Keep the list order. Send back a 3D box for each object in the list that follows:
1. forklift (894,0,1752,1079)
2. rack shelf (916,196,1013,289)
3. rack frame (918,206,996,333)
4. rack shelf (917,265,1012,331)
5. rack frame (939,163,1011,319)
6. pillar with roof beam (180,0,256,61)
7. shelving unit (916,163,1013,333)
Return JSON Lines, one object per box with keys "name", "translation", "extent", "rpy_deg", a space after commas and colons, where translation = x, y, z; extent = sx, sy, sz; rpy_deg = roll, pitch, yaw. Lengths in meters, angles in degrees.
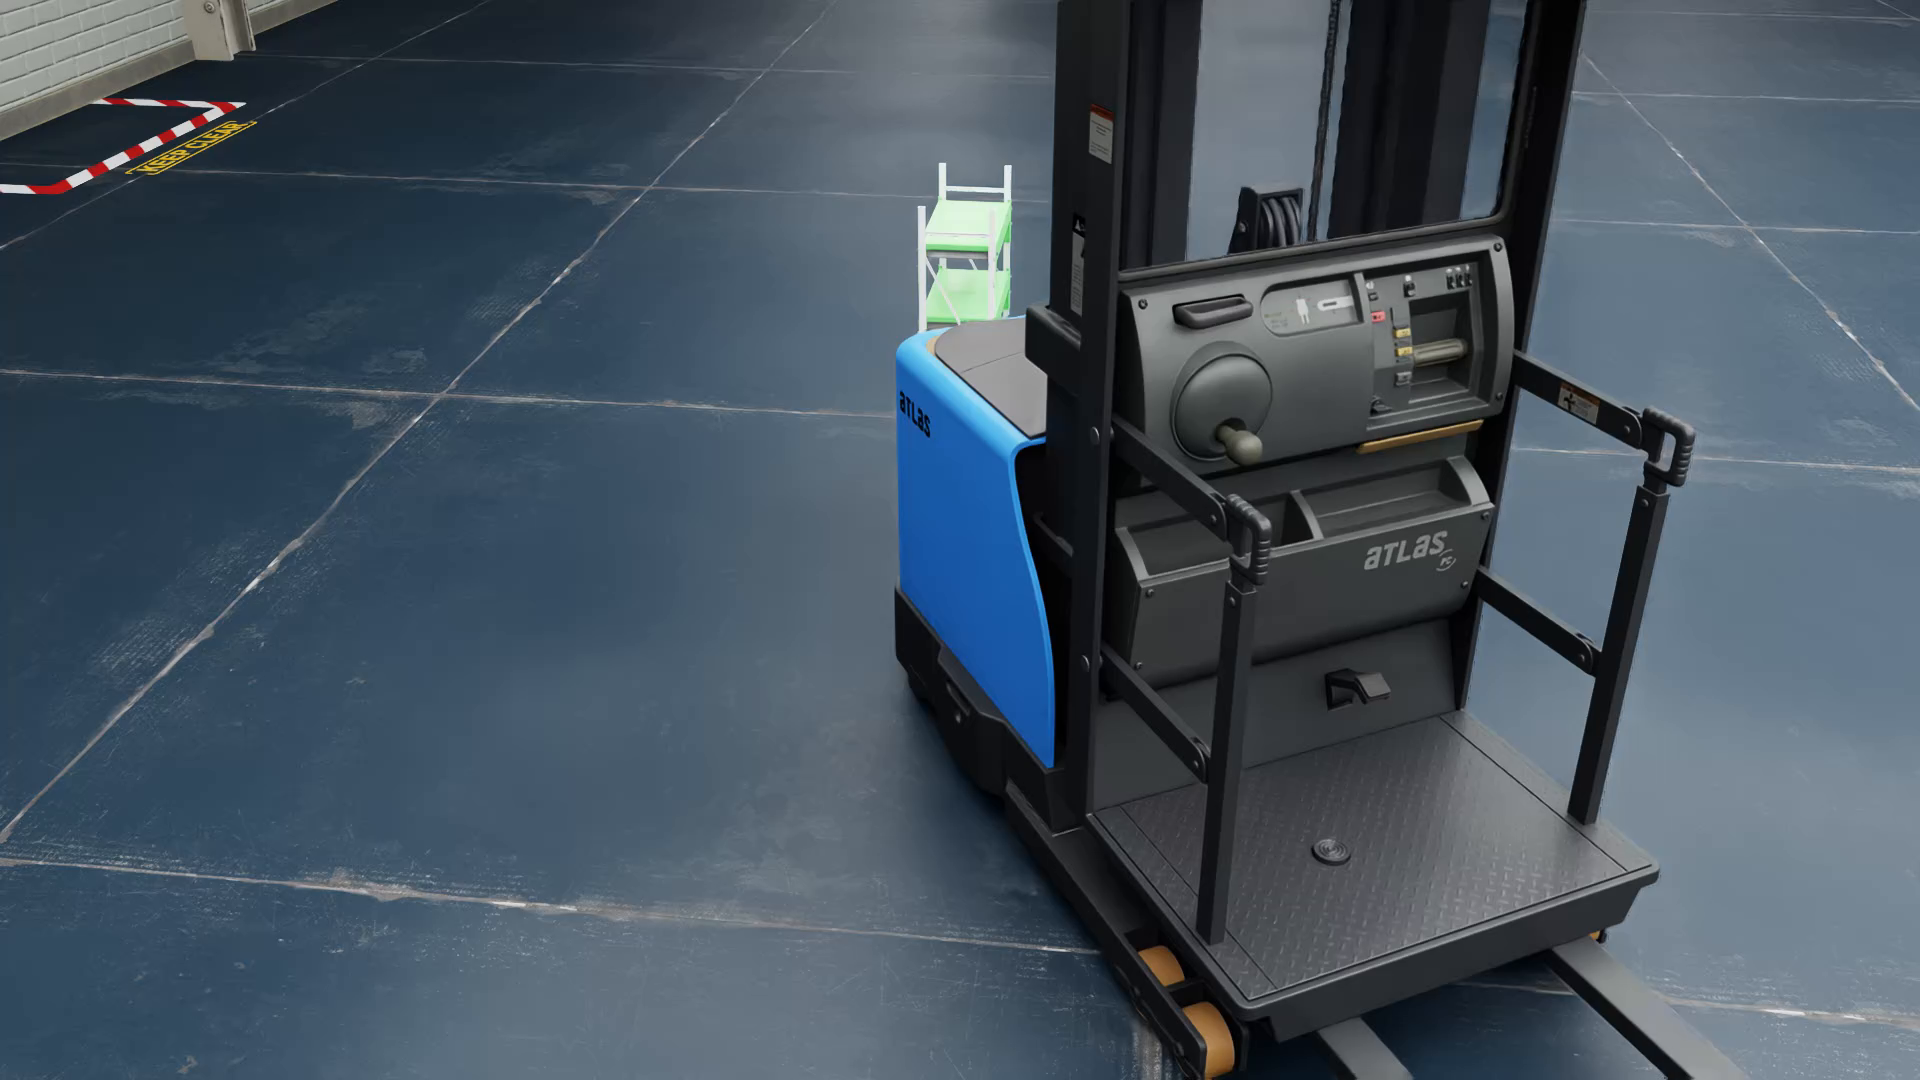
{"name": "forklift", "translation": [0.864, -0.358, 3.324], "extent": [1.130, 2.935, 3.031], "rpy_deg": [-12, 30, -21]}
{"name": "rack shelf", "translation": [0.020, -0.972, 5.413], "extent": [0.258, 0.148, 0.480], "rpy_deg": [3, 28, 6]}
{"name": "rack frame", "translation": [-0.010, -0.491, 5.397], "extent": [0.240, 1.200, 0.015], "rpy_deg": [3, 28, 6]}
{"name": "rack shelf", "translation": [0.020, -0.761, 5.527], "extent": [0.258, 0.148, 0.480], "rpy_deg": [3, 28, 6]}
{"name": "rack frame", "translation": [0.050, -0.721, 5.823], "extent": [0.240, 1.200, 0.015], "rpy_deg": [3, 28, 6]}
{"name": "pillar with roof beam", "translation": [-1.284, -7.380, 9.961], "extent": [9.100, 9.000, 0.400], "rpy_deg": [3, 28, 6]}
{"name": "shelving unit", "translation": [0.020, -0.606, 5.610], "extent": [0.258, 1.200, 0.503], "rpy_deg": [3, 28, 6]}
